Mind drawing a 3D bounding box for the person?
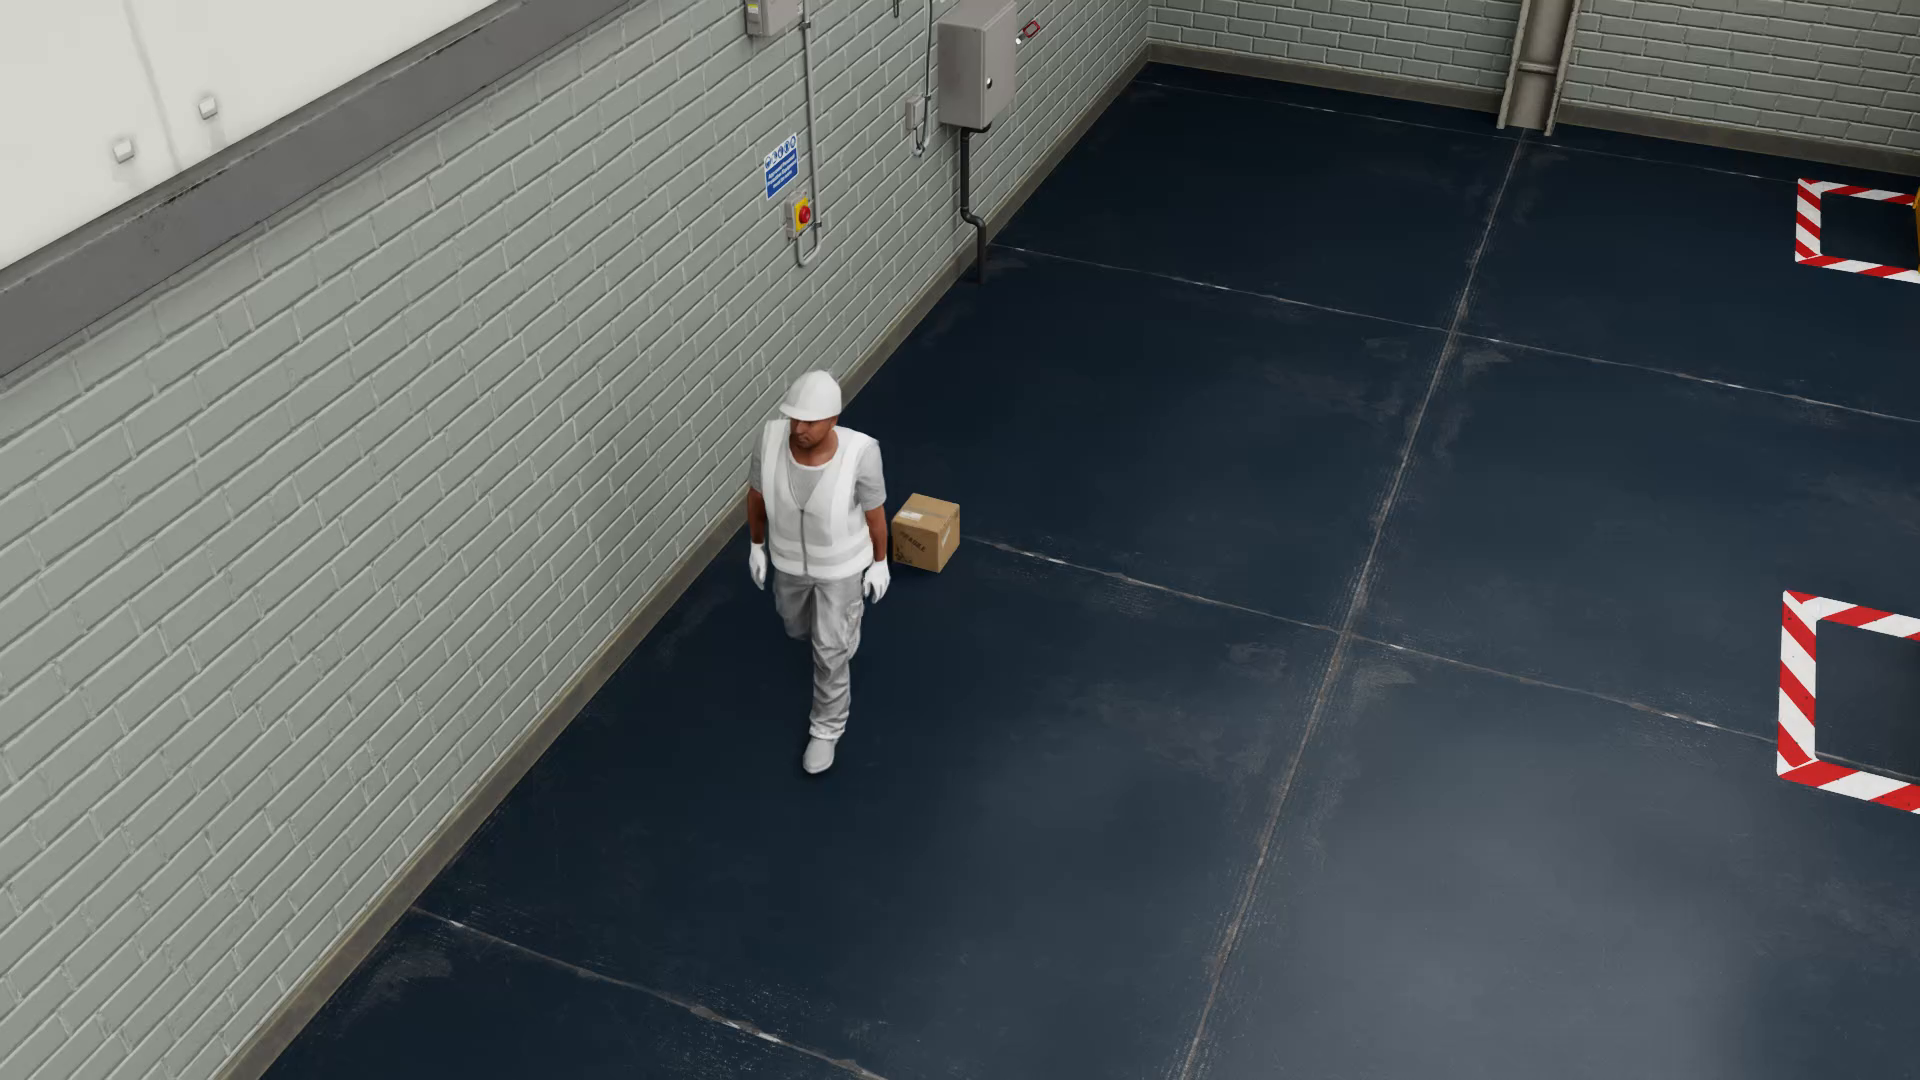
[{"bbox_3d":[-0.557,0.033,6.751,0.571,1.762,0.892,11,39,15],"label":"person"}]
